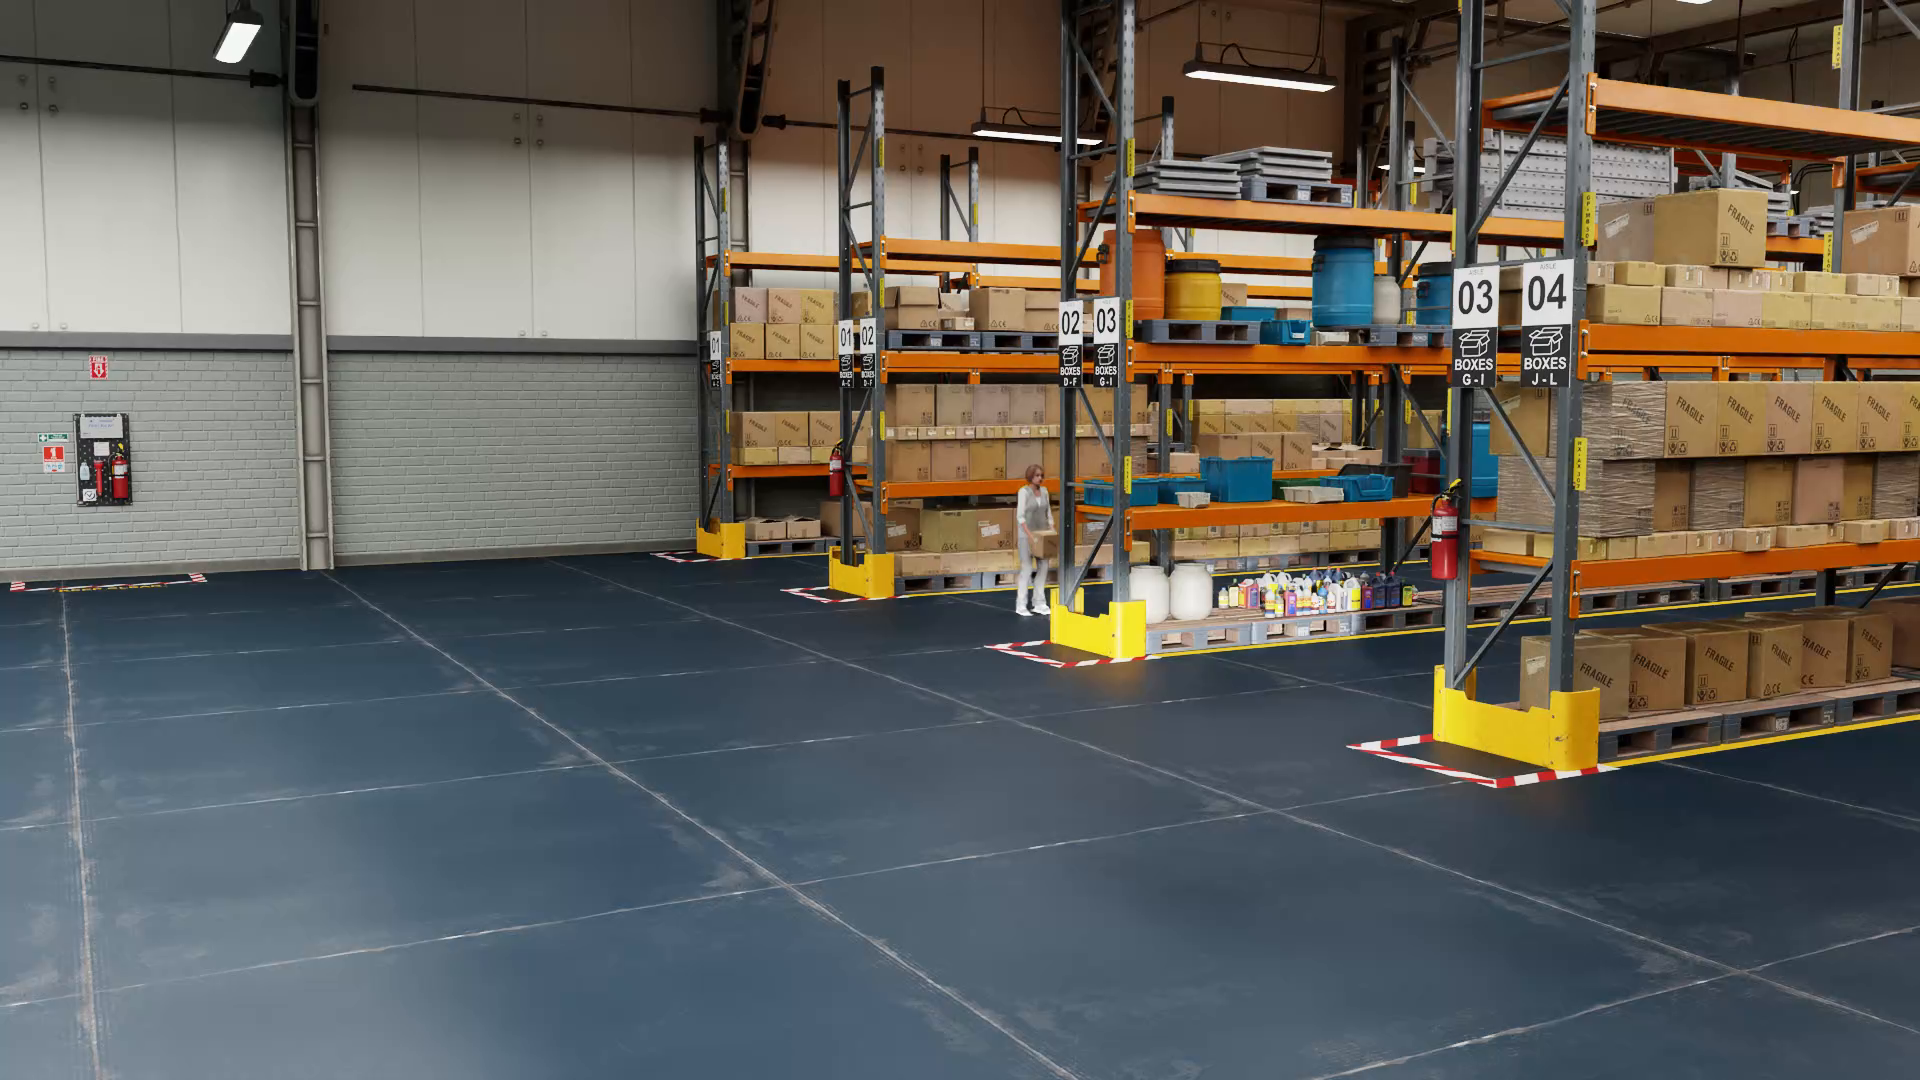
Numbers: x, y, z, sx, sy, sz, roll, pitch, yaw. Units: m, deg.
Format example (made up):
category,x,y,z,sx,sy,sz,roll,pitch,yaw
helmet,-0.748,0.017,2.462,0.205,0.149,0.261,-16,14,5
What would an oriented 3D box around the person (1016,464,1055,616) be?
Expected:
category,x,y,z,sx,sy,sz,roll,pitch,yaw
person,0.806,-0.007,17.665,0.444,1.603,0.397,-3,6,-30
